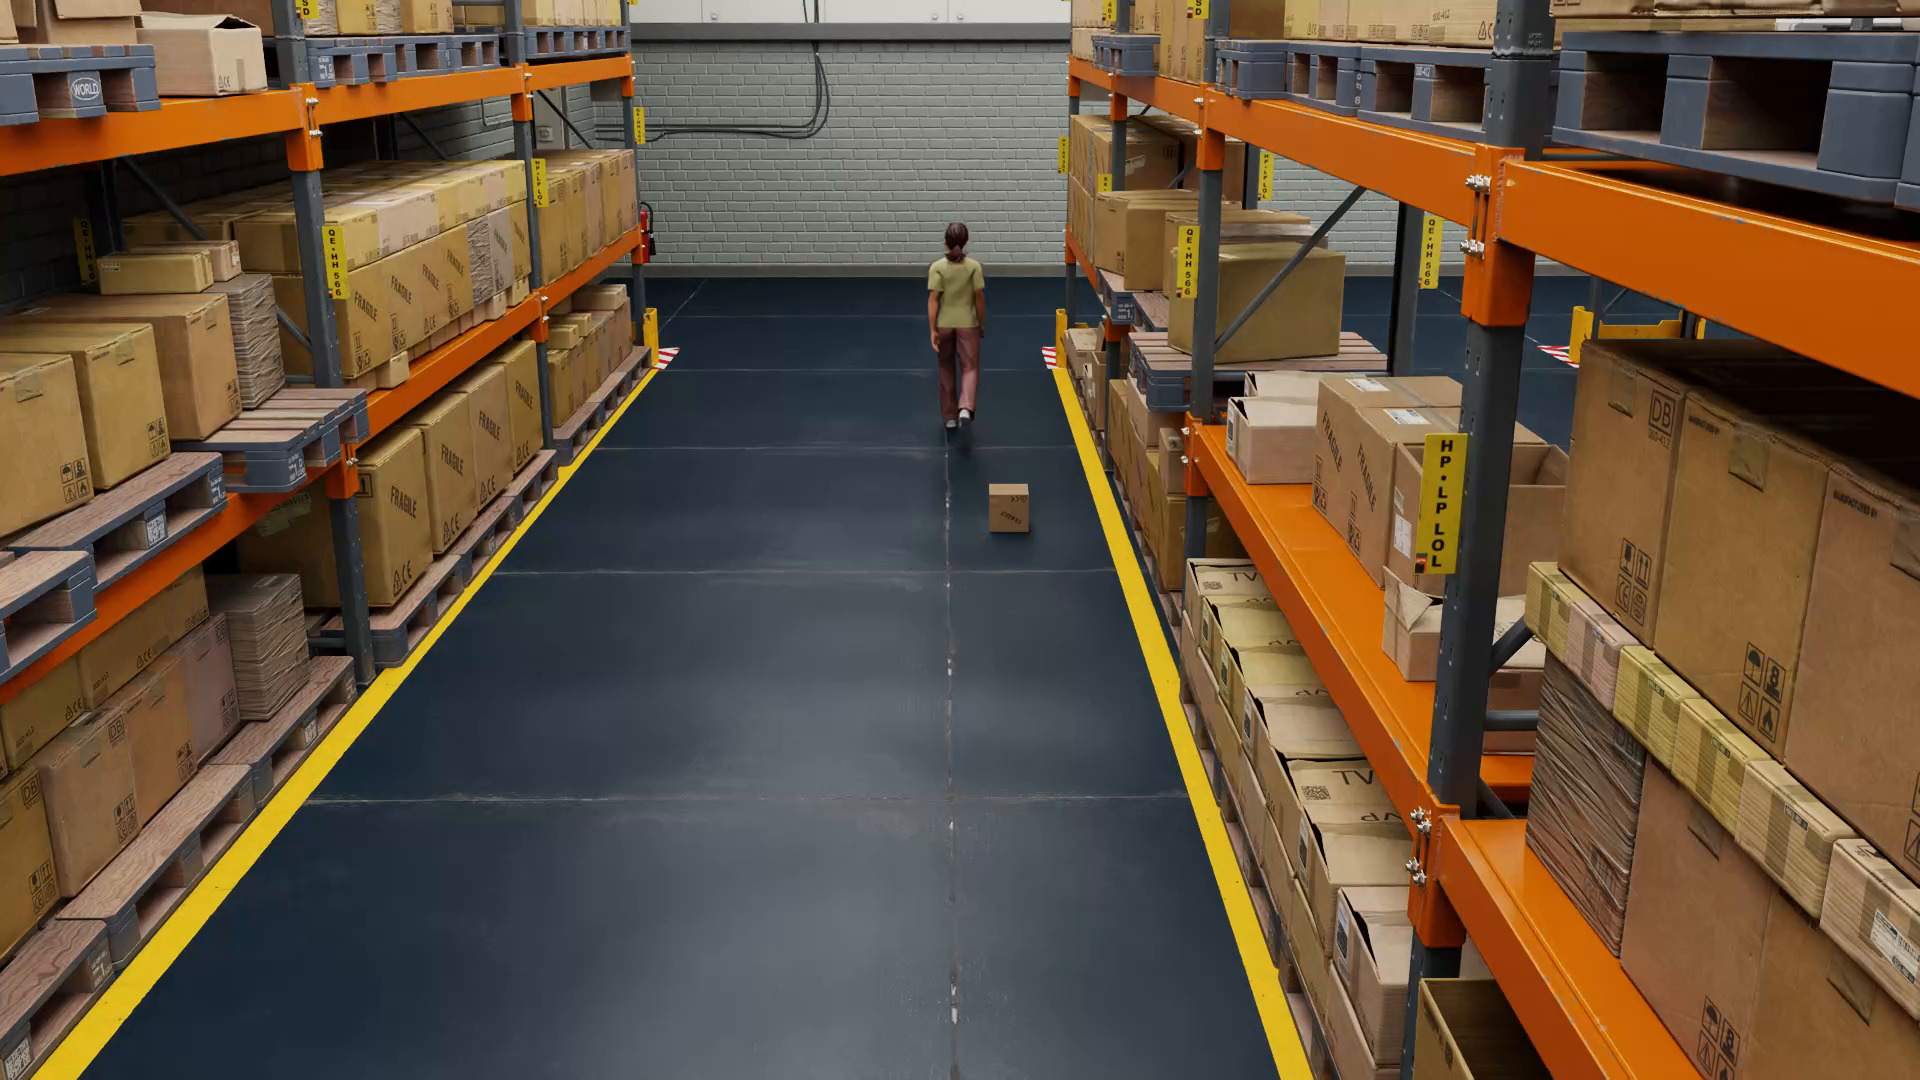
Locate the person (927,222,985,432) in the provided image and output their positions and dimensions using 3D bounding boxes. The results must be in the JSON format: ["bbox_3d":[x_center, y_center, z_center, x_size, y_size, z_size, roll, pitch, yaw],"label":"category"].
[{"bbox_3d":[-0.025,-1.620,12.776,0.437,1.633,0.920,1,17,2],"label":"person"}]
